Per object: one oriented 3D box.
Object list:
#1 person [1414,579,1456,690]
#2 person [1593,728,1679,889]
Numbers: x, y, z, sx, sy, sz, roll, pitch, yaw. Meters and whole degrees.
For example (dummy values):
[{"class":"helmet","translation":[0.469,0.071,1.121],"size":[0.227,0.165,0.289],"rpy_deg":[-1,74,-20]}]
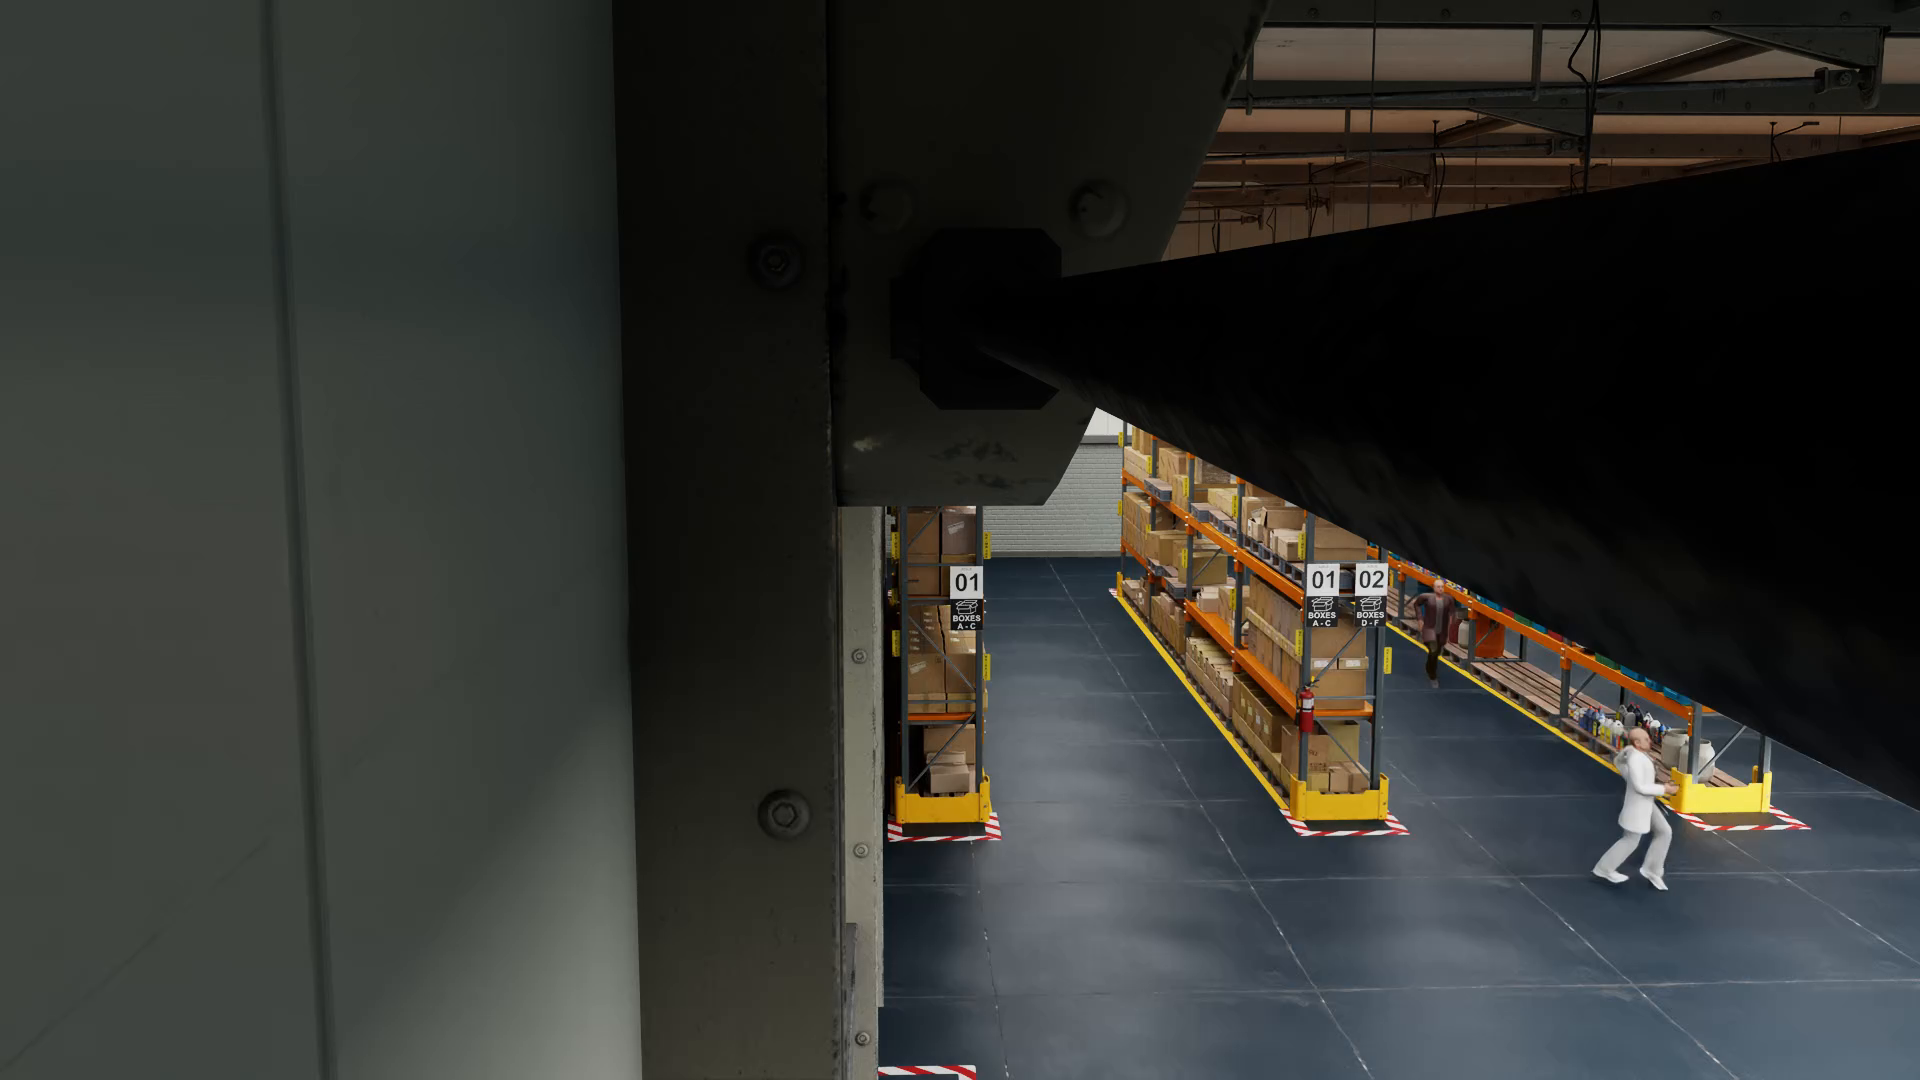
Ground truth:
[{"class":"person","translation":[7.972,1.552,27.907],"size":[0.626,1.833,0.980],"rpy_deg":[-1,8,-7]},{"class":"person","translation":[7.401,2.939,18.172],"size":[0.827,1.820,0.723],"rpy_deg":[4,9,28]}]
